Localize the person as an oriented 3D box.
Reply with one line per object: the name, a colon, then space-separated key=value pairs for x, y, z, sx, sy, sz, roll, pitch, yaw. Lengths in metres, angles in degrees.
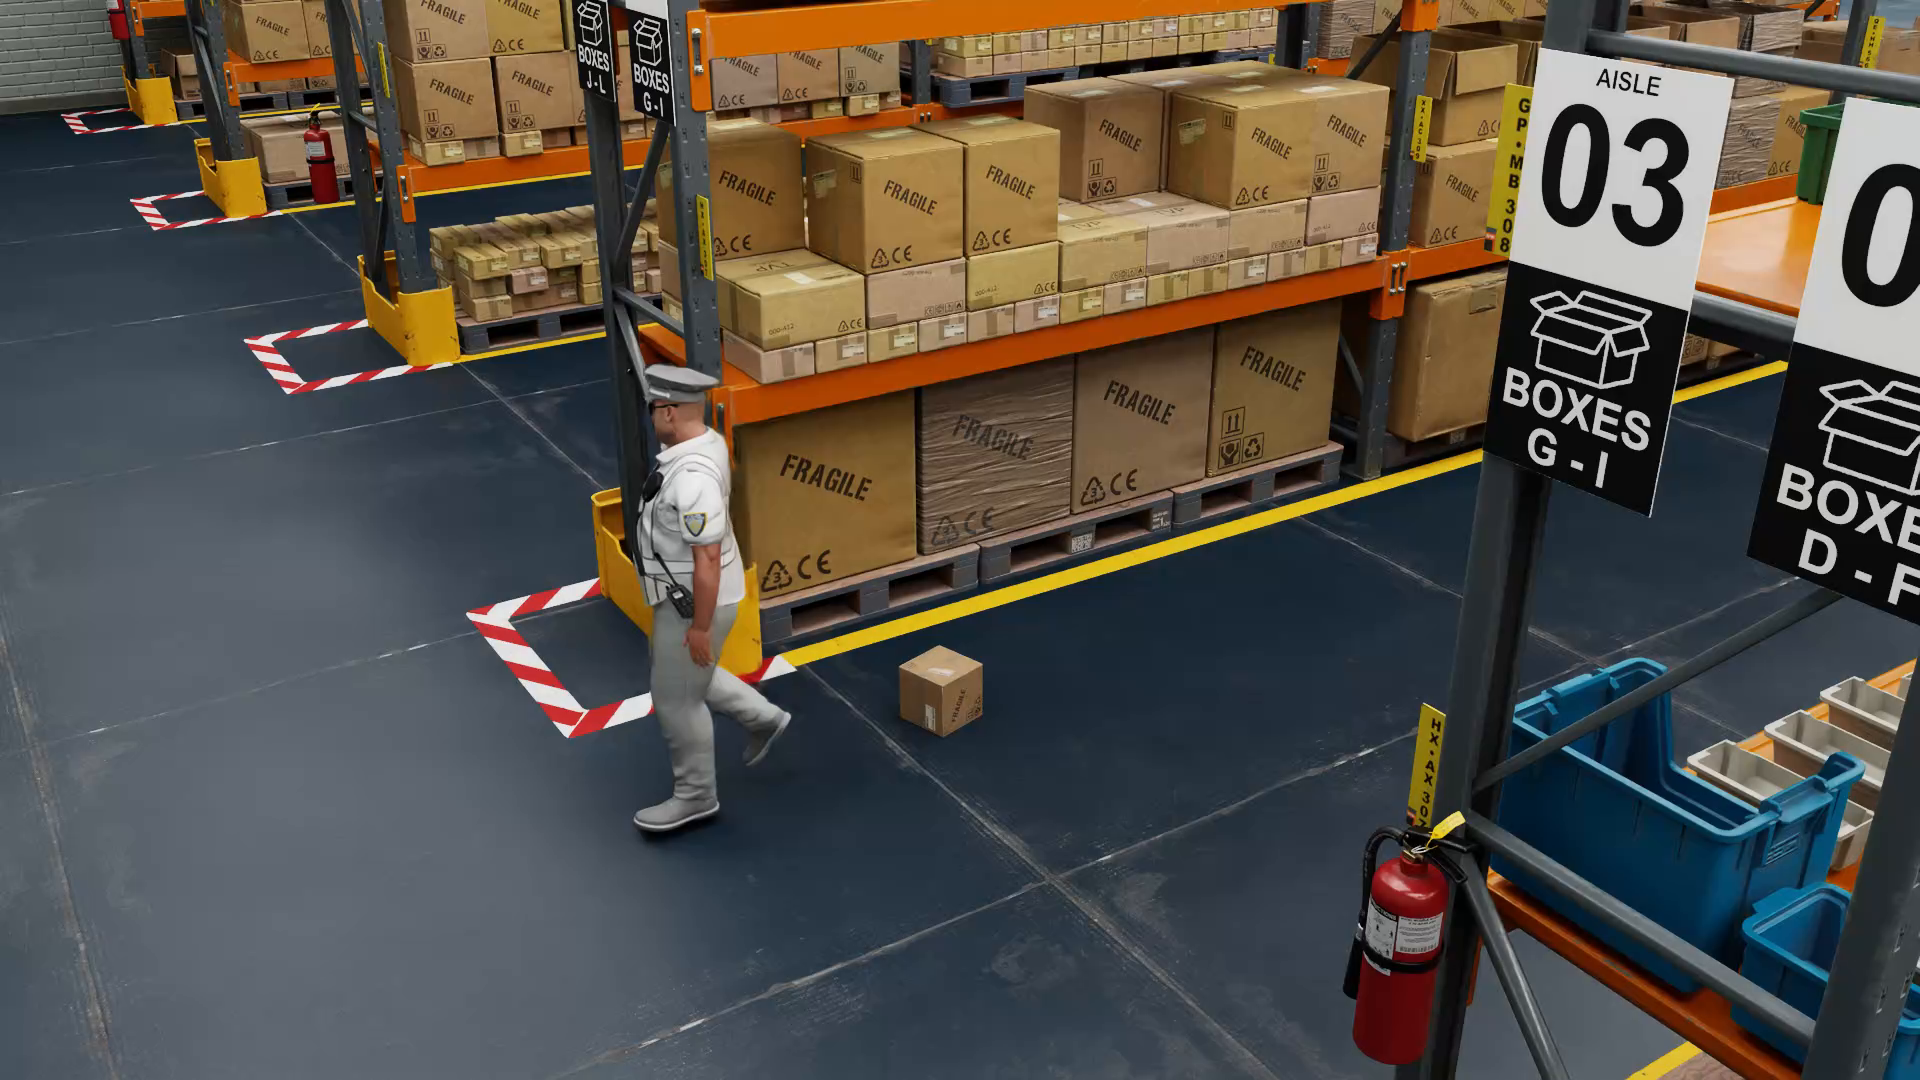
person: x=-0.949 y=0.201 z=6.126 sx=0.611 sy=1.733 sz=0.596 roll=-3 pitch=25 yaw=-6
